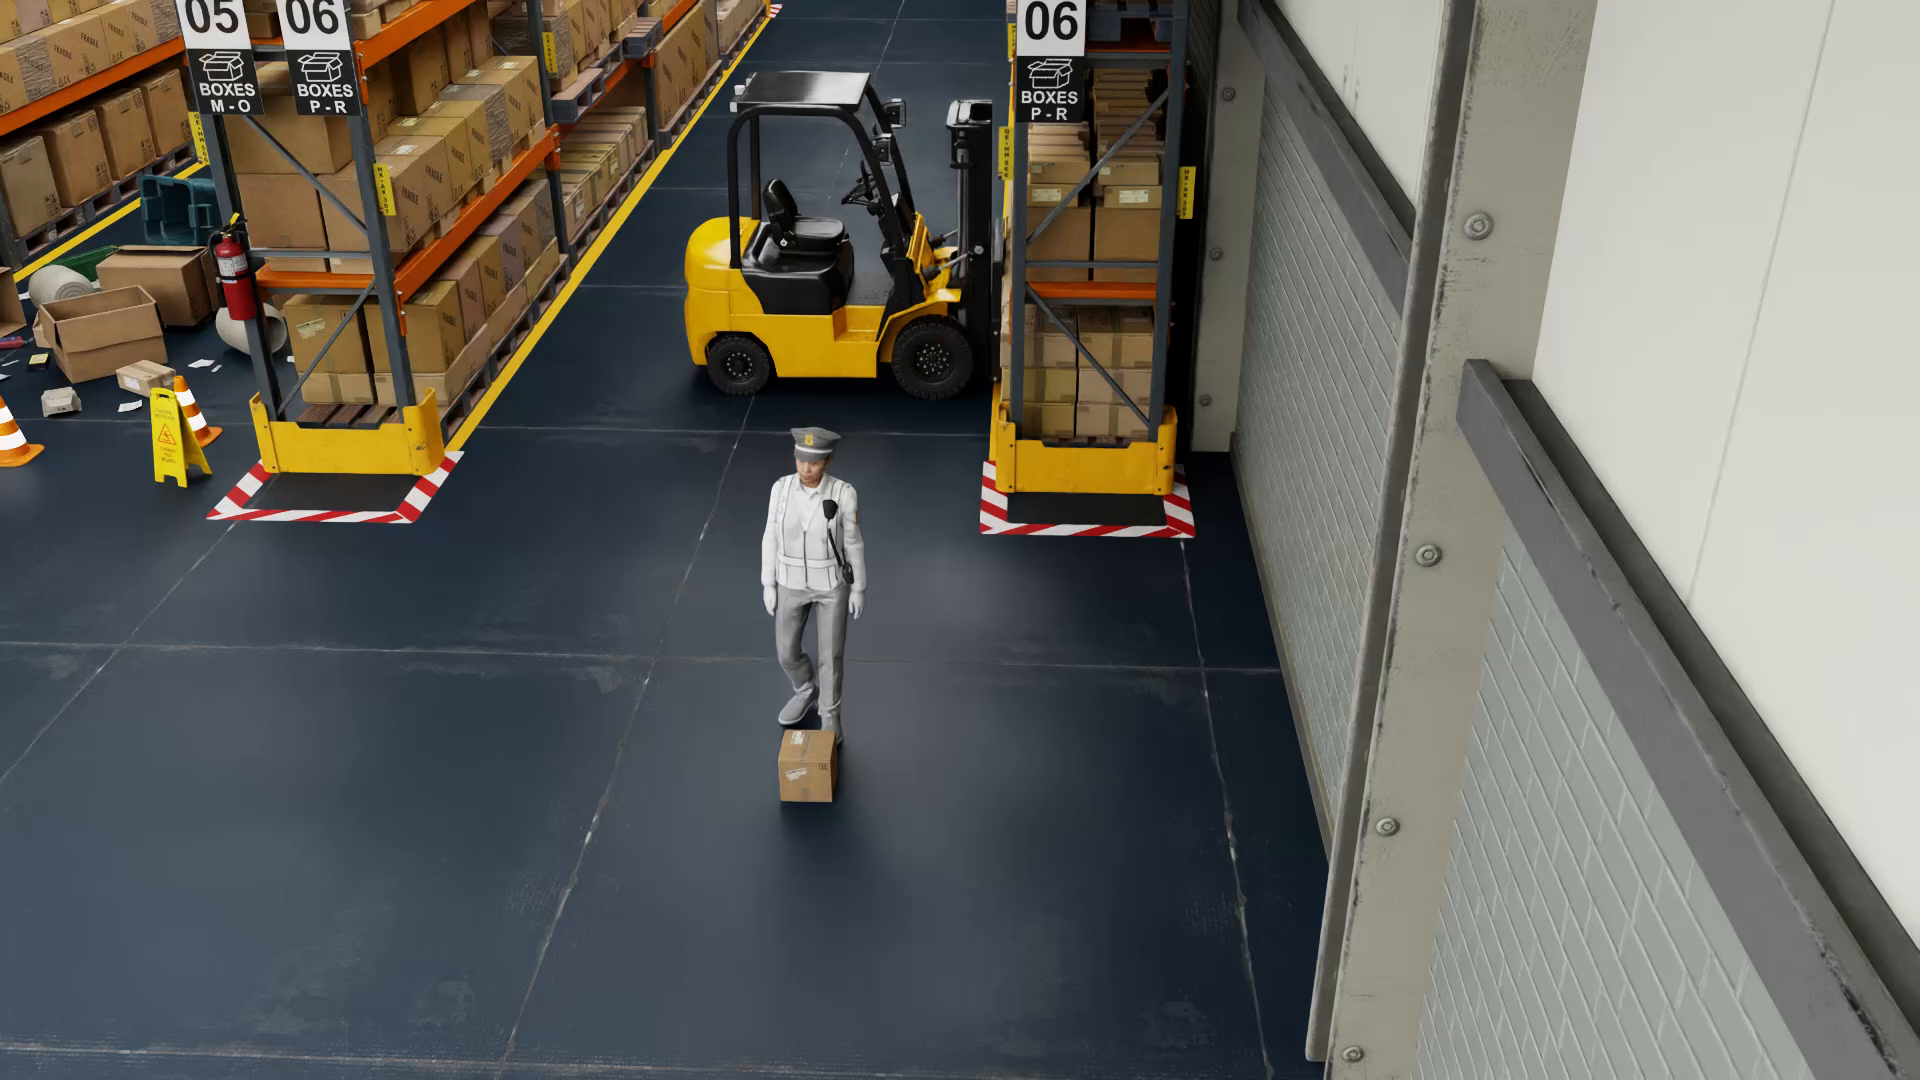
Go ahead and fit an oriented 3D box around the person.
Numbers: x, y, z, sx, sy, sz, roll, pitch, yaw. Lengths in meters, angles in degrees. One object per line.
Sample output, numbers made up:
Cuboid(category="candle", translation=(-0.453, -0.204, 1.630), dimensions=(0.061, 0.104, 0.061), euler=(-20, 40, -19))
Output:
Cuboid(category="person", translation=(-0.714, 0.211, 8.165), dimensions=(0.514, 1.676, 0.421), euler=(4, 28, 8))
